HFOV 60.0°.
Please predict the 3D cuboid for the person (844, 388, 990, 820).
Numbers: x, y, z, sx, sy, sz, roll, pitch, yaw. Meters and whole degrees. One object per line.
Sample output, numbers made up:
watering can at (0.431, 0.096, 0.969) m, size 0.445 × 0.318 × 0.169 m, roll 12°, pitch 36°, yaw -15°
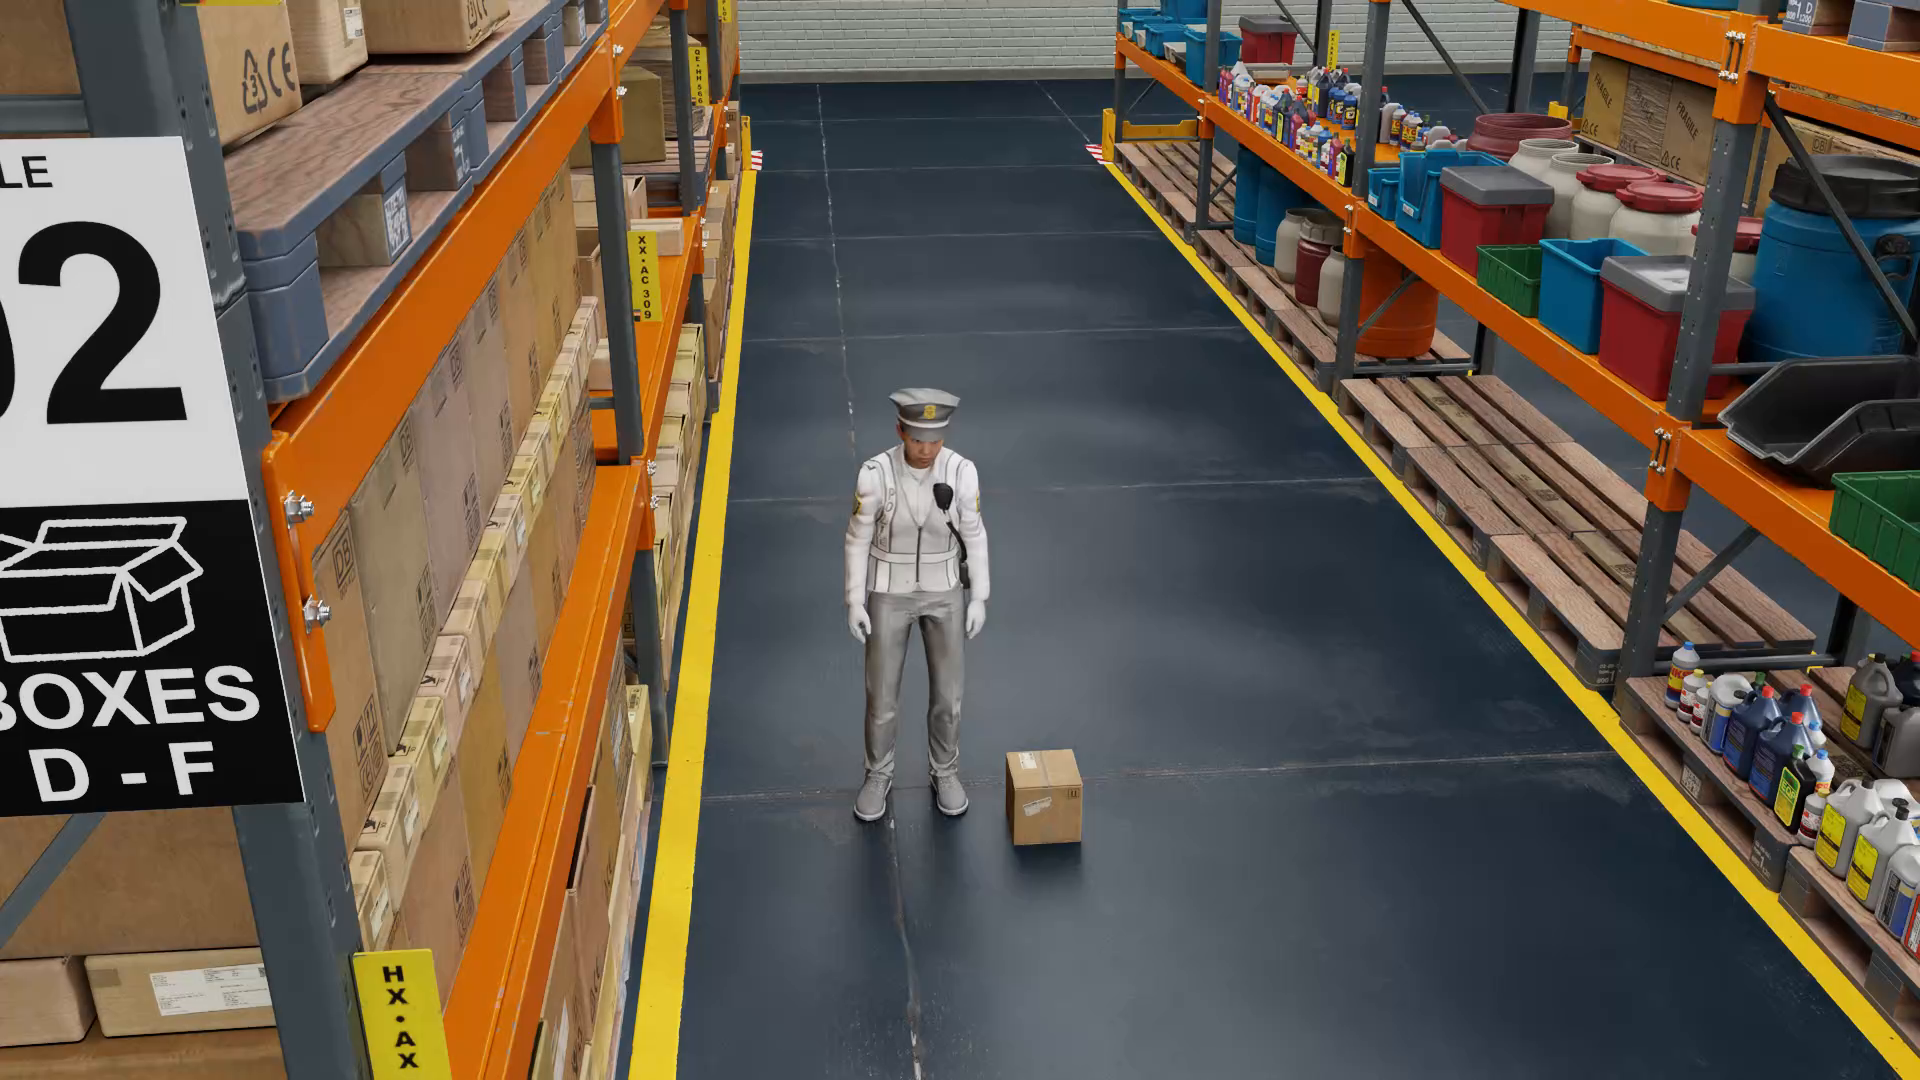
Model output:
person at (-0.156, 0.227, 6.084) m, size 0.532 × 1.663 × 0.372 m, roll -3°, pitch 24°, yaw -6°
